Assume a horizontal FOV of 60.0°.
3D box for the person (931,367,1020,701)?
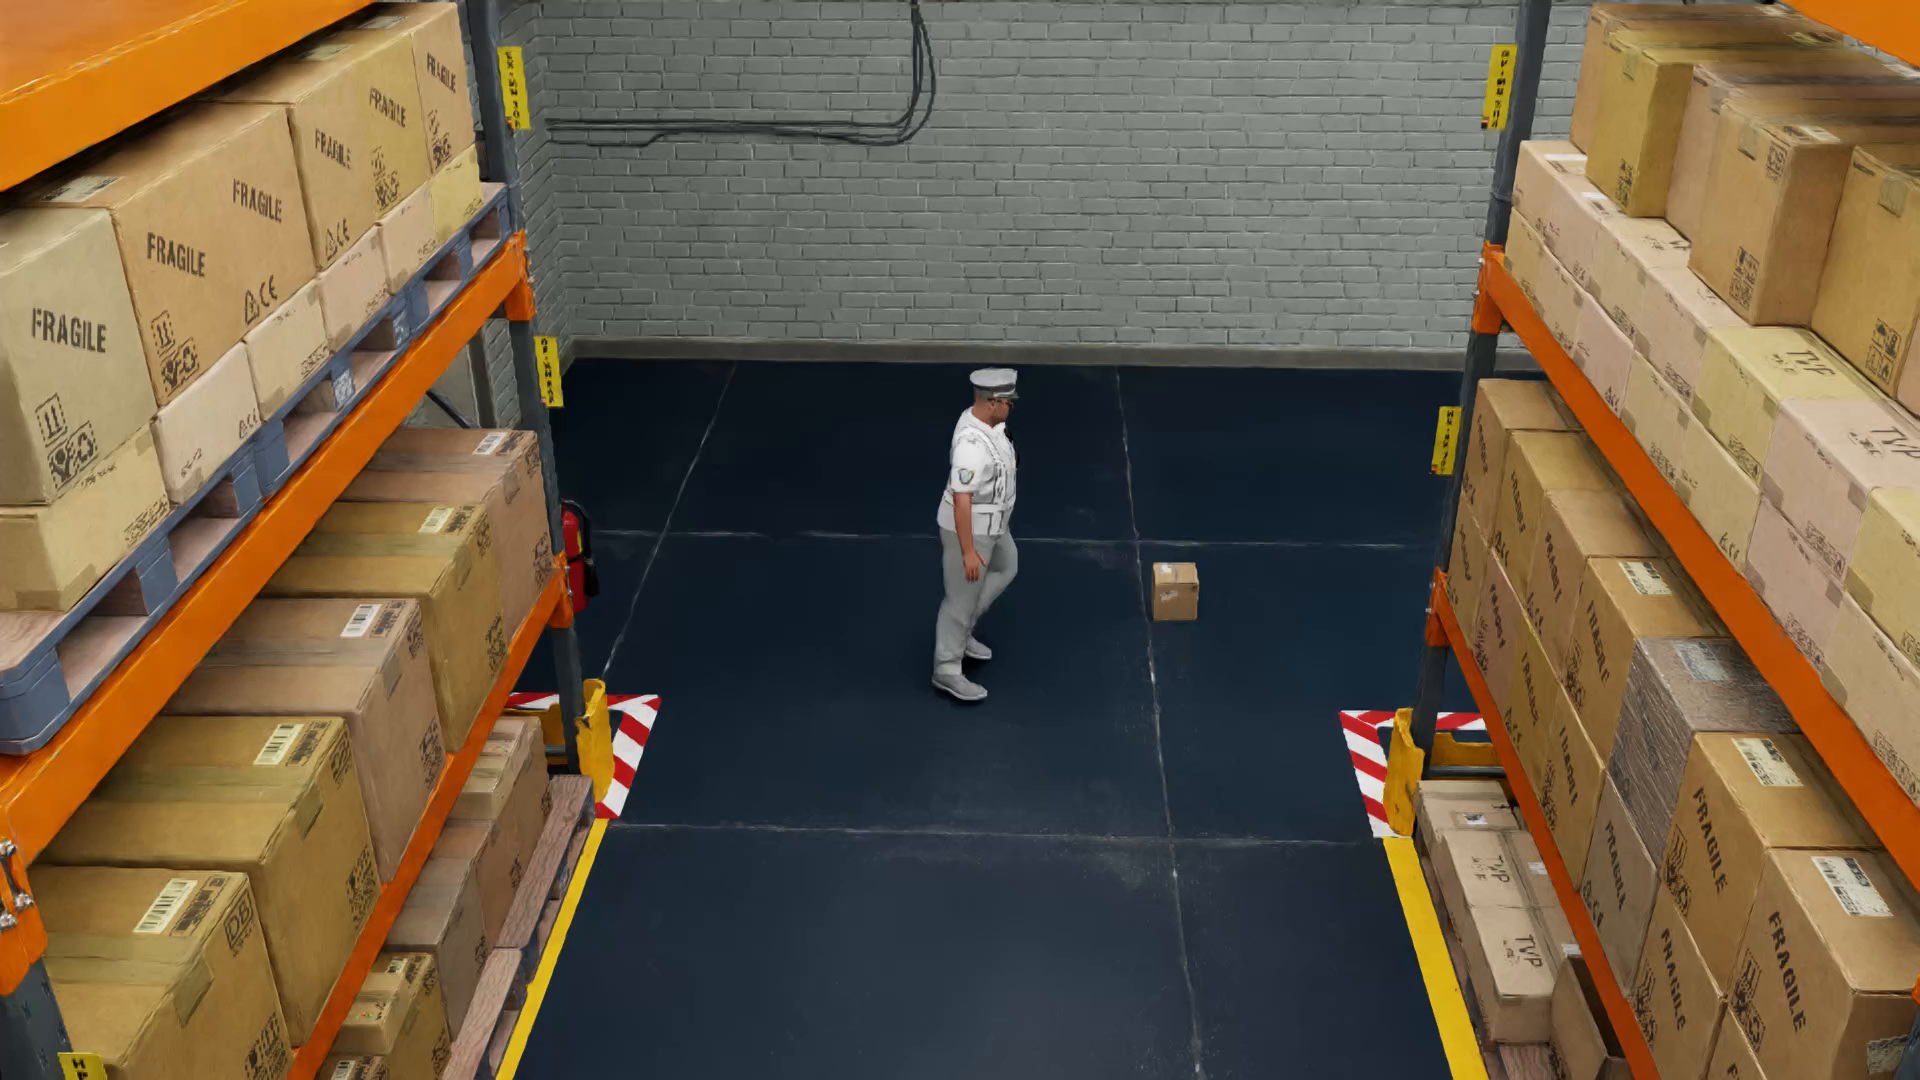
[{"bbox_3d":[0.084,-0.074,8.719,0.415,1.732,0.725,4,28,8],"label":"person"}]
